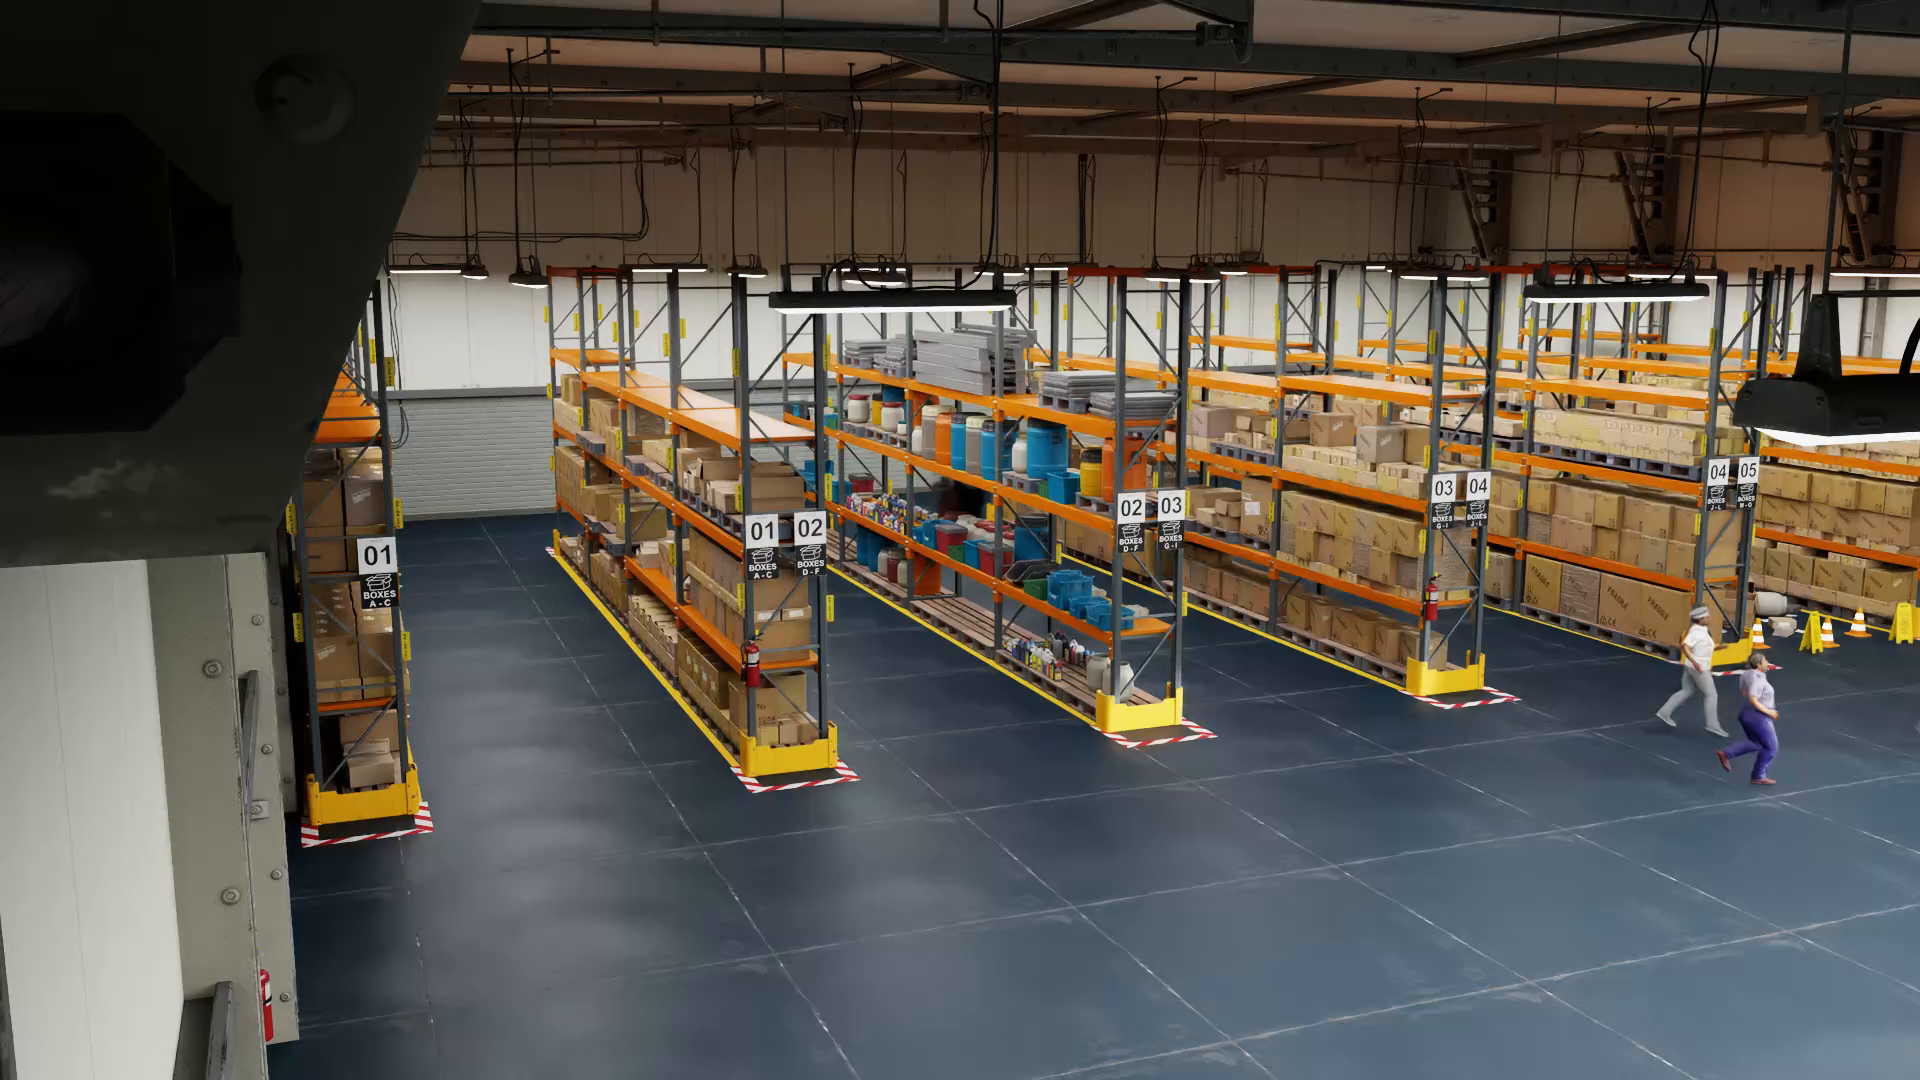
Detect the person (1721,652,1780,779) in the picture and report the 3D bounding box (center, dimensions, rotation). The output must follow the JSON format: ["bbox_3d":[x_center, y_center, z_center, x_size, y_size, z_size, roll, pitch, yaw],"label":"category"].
[{"bbox_3d":[9.469,2.099,19.858,0.574,1.524,0.611,1,10,8],"label":"person"}]

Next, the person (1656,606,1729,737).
[{"bbox_3d":[9.690,1.712,21.880,0.887,1.709,0.564,2,10,13],"label":"person"}]
